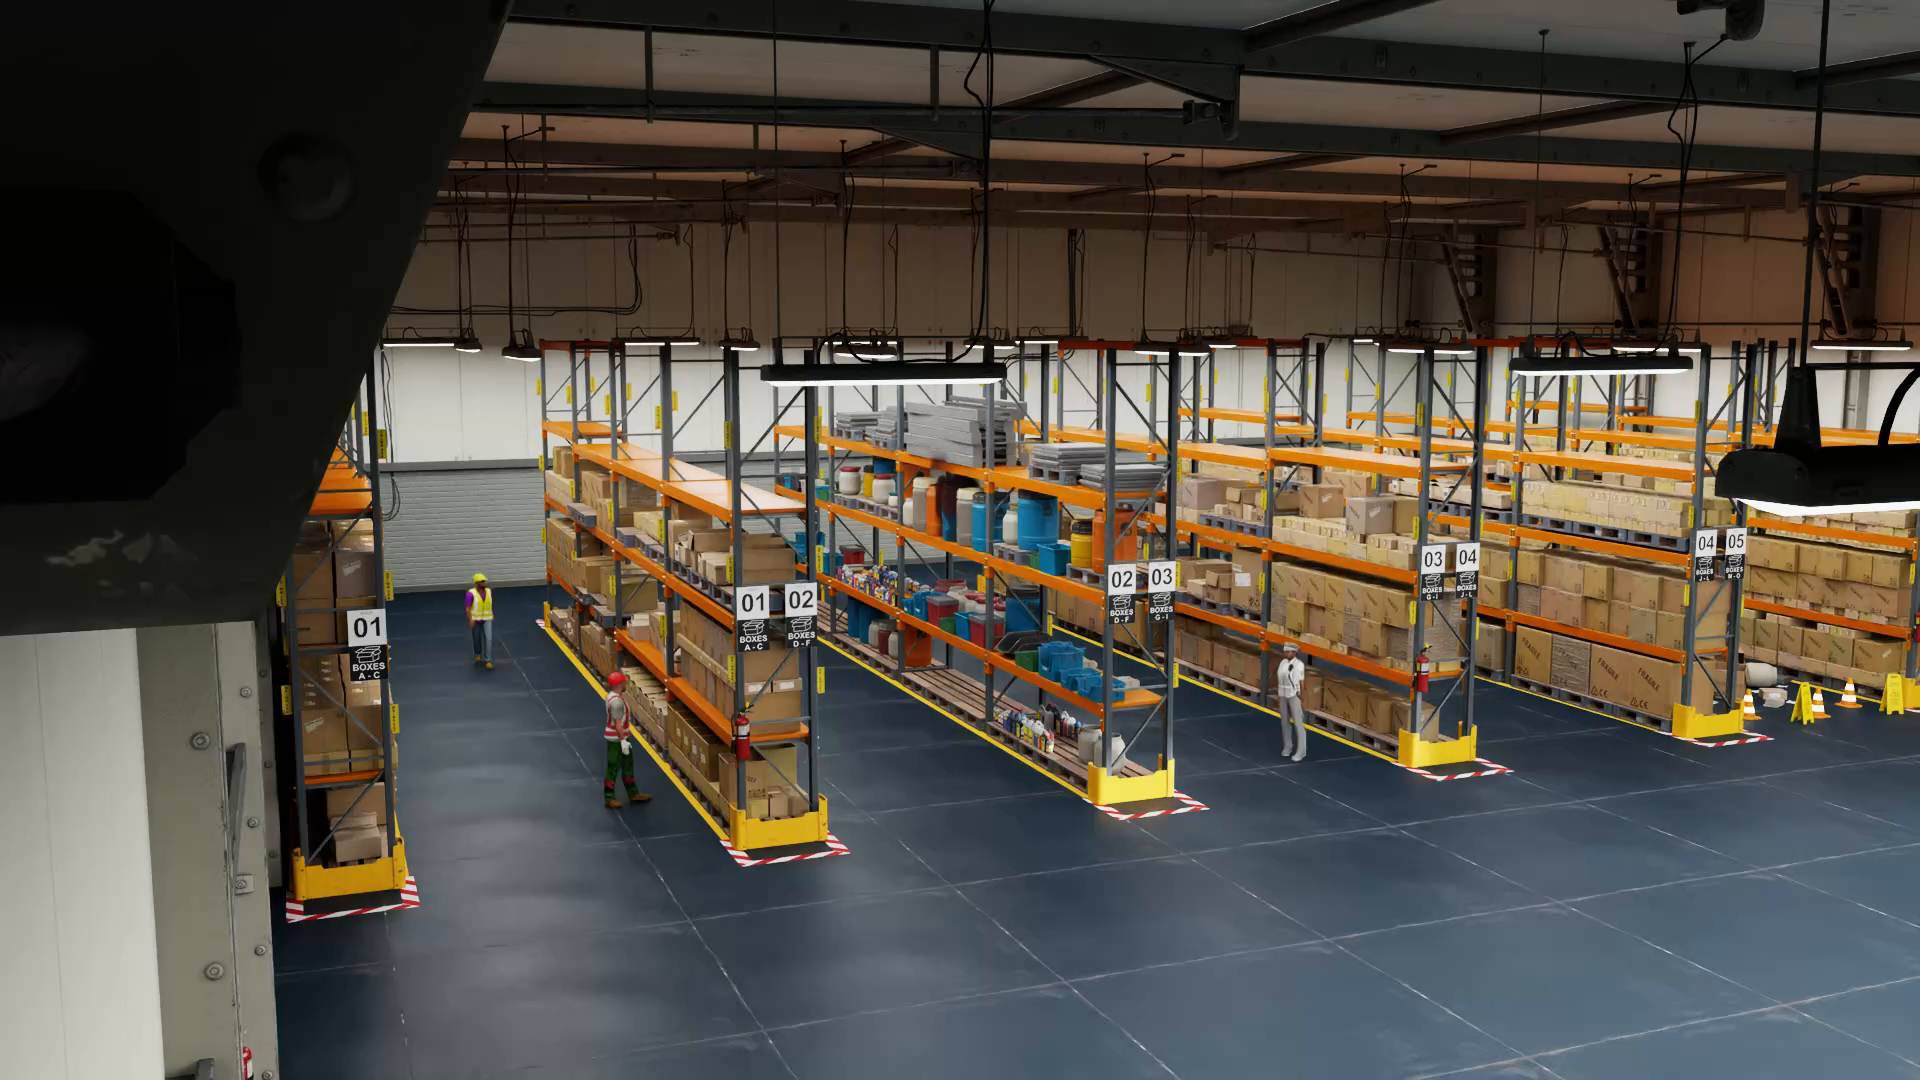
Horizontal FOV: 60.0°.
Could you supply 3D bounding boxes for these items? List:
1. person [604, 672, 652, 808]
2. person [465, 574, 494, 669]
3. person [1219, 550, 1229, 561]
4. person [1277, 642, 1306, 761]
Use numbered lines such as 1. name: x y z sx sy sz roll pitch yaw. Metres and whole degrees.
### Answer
1. person: -4.409 2.611 21.885 0.582 1.783 0.595 0 7 1
2. person: -8.865 1.485 30.723 0.530 1.730 0.986 -3 8 -19
3. person: 6.703 0.043 41.587 1.045 1.699 0.725 1 7 4
4. person: 4.851 2.335 24.373 0.389 1.694 0.554 -6 9 -38
